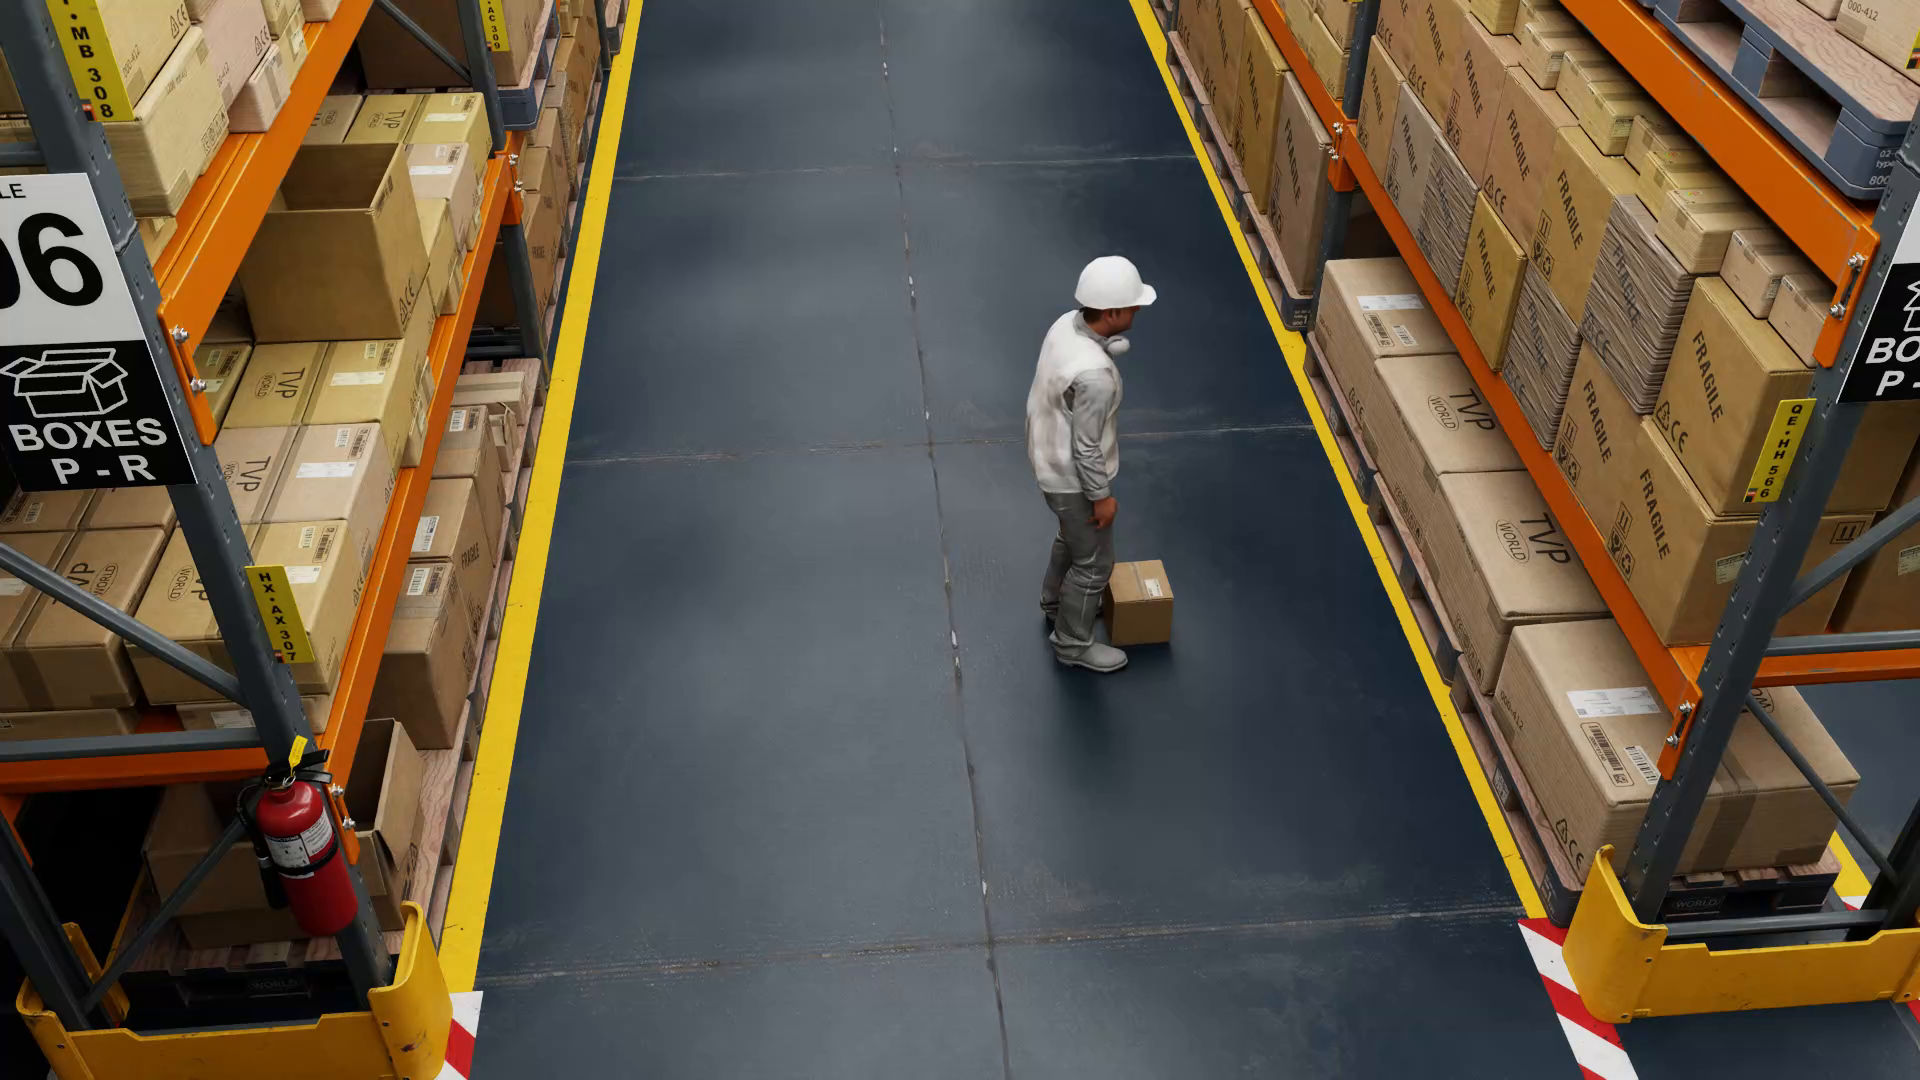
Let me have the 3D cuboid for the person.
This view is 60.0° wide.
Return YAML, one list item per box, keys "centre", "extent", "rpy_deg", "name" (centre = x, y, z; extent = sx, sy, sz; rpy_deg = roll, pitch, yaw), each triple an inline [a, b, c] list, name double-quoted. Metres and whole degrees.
- centre: [0.487, -0.303, 6.509]
  extent: [0.460, 1.772, 0.581]
  rpy_deg: [-3, 39, -4]
  name: "person"
